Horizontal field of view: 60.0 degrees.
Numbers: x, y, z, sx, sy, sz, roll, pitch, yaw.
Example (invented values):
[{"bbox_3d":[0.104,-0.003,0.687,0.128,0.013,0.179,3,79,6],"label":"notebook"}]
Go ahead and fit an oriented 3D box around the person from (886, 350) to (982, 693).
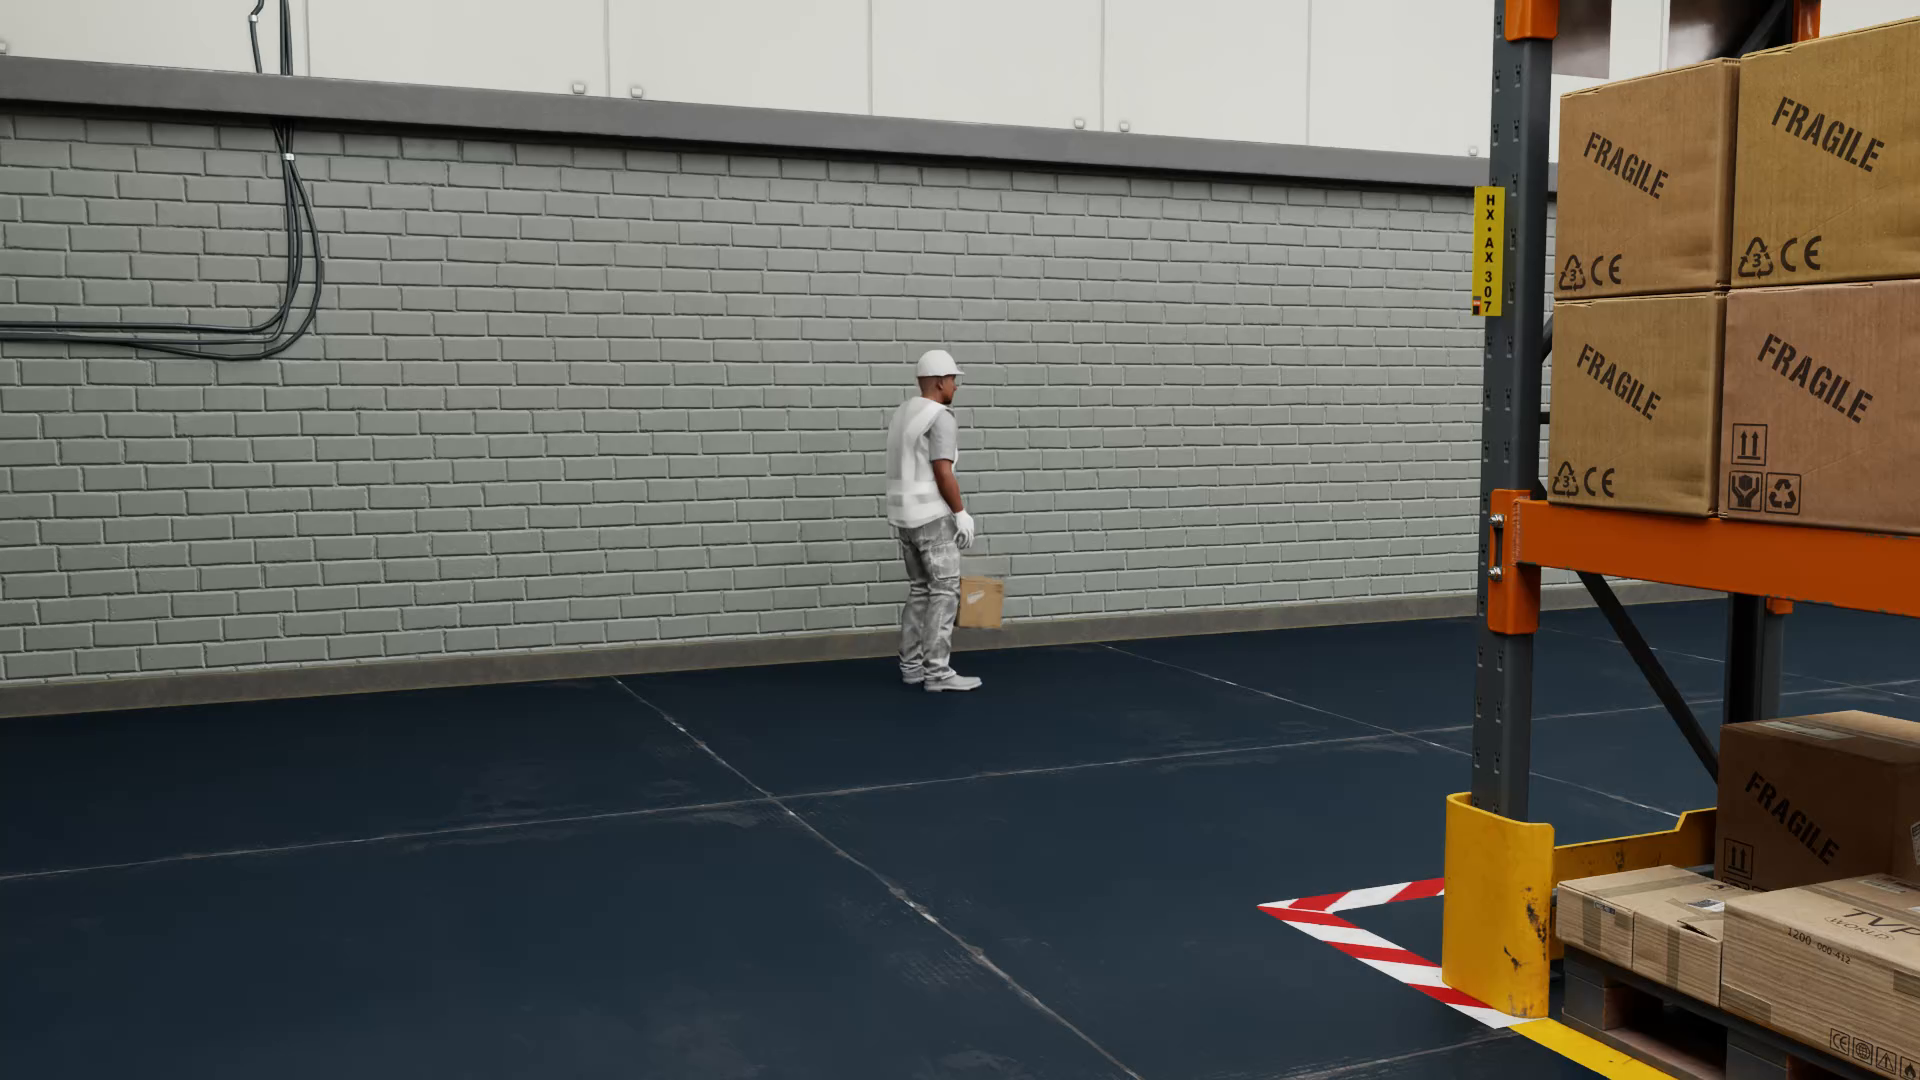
[{"bbox_3d":[-0.161,-0.109,8.791,0.422,1.779,0.581,-3,6,-25],"label":"person"}]
